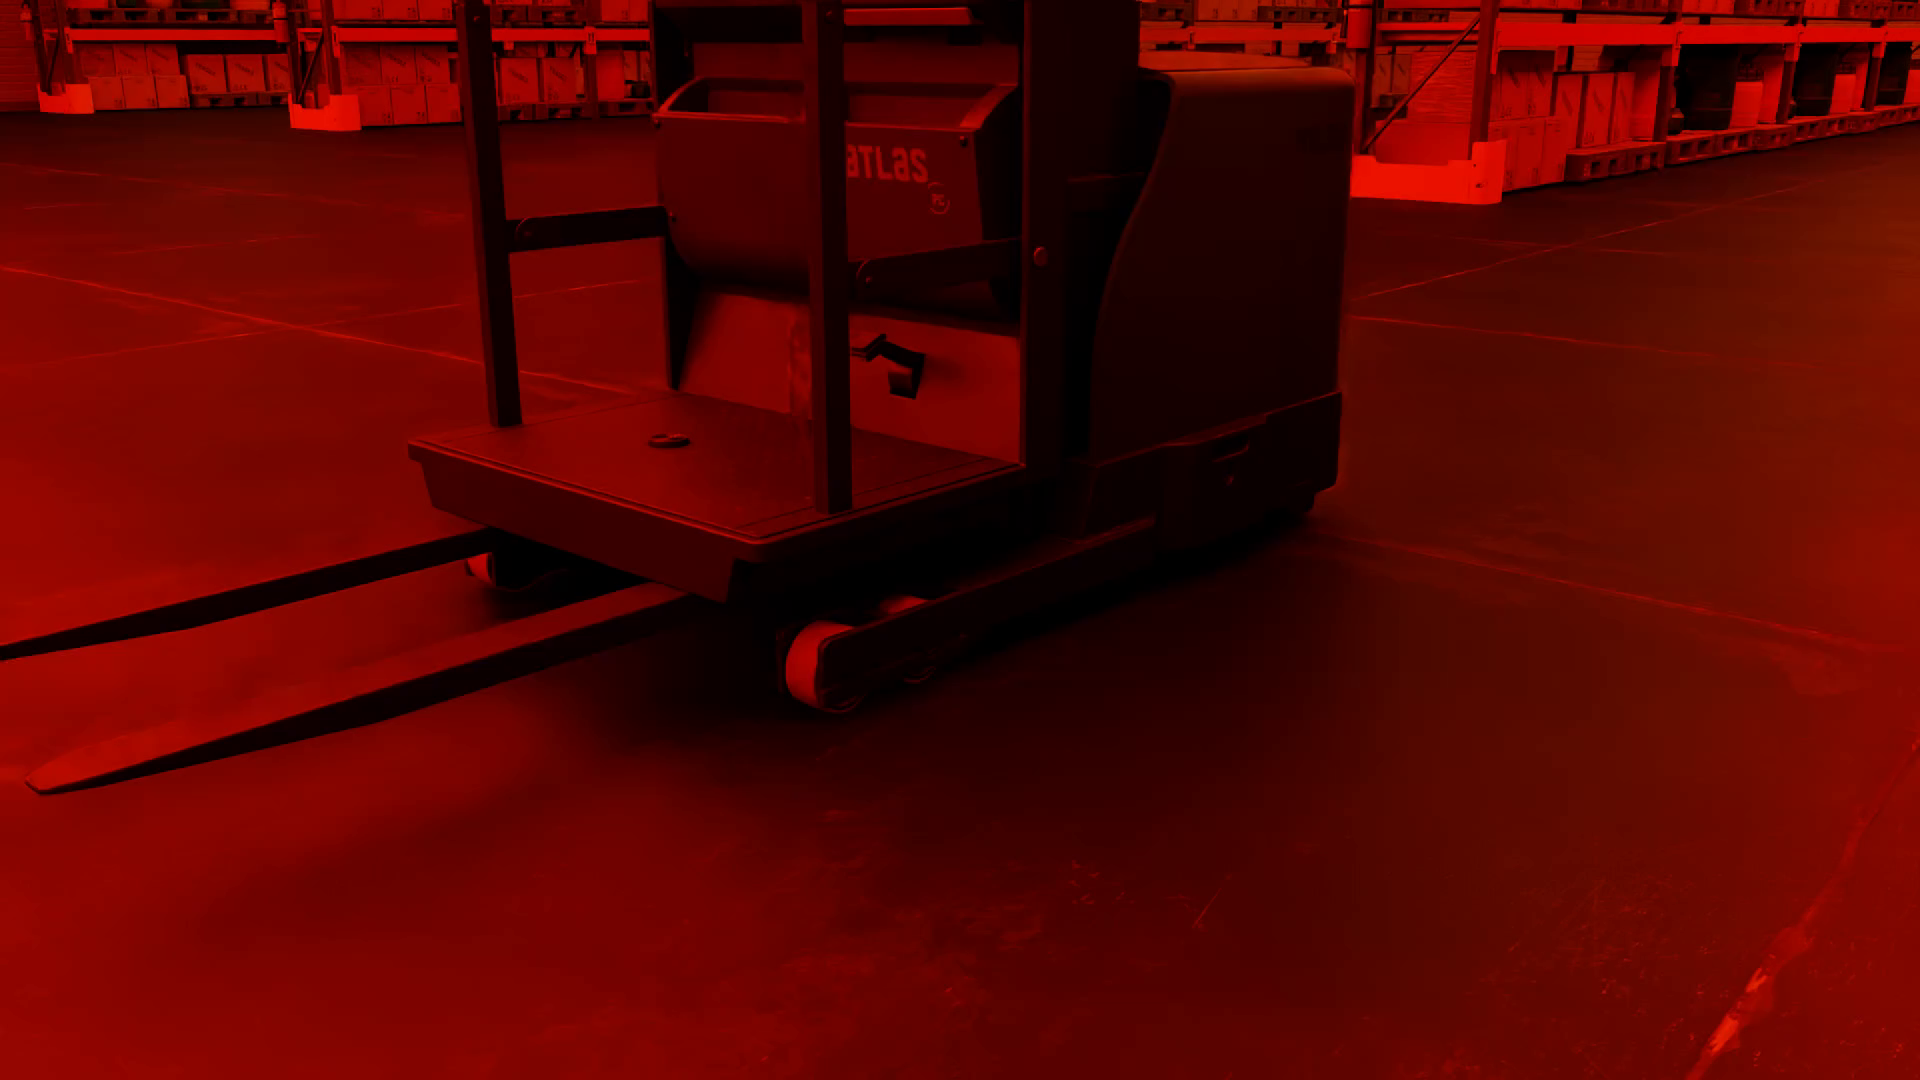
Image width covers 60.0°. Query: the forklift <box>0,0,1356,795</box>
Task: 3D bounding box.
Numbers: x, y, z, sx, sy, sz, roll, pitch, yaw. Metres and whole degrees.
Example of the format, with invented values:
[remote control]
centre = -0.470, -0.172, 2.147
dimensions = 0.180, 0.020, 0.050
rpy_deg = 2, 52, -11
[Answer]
[forklift]
centre = -0.411, -1.261, 3.049
dimensions = 1.130, 2.935, 3.031
rpy_deg = 15, 22, 40
